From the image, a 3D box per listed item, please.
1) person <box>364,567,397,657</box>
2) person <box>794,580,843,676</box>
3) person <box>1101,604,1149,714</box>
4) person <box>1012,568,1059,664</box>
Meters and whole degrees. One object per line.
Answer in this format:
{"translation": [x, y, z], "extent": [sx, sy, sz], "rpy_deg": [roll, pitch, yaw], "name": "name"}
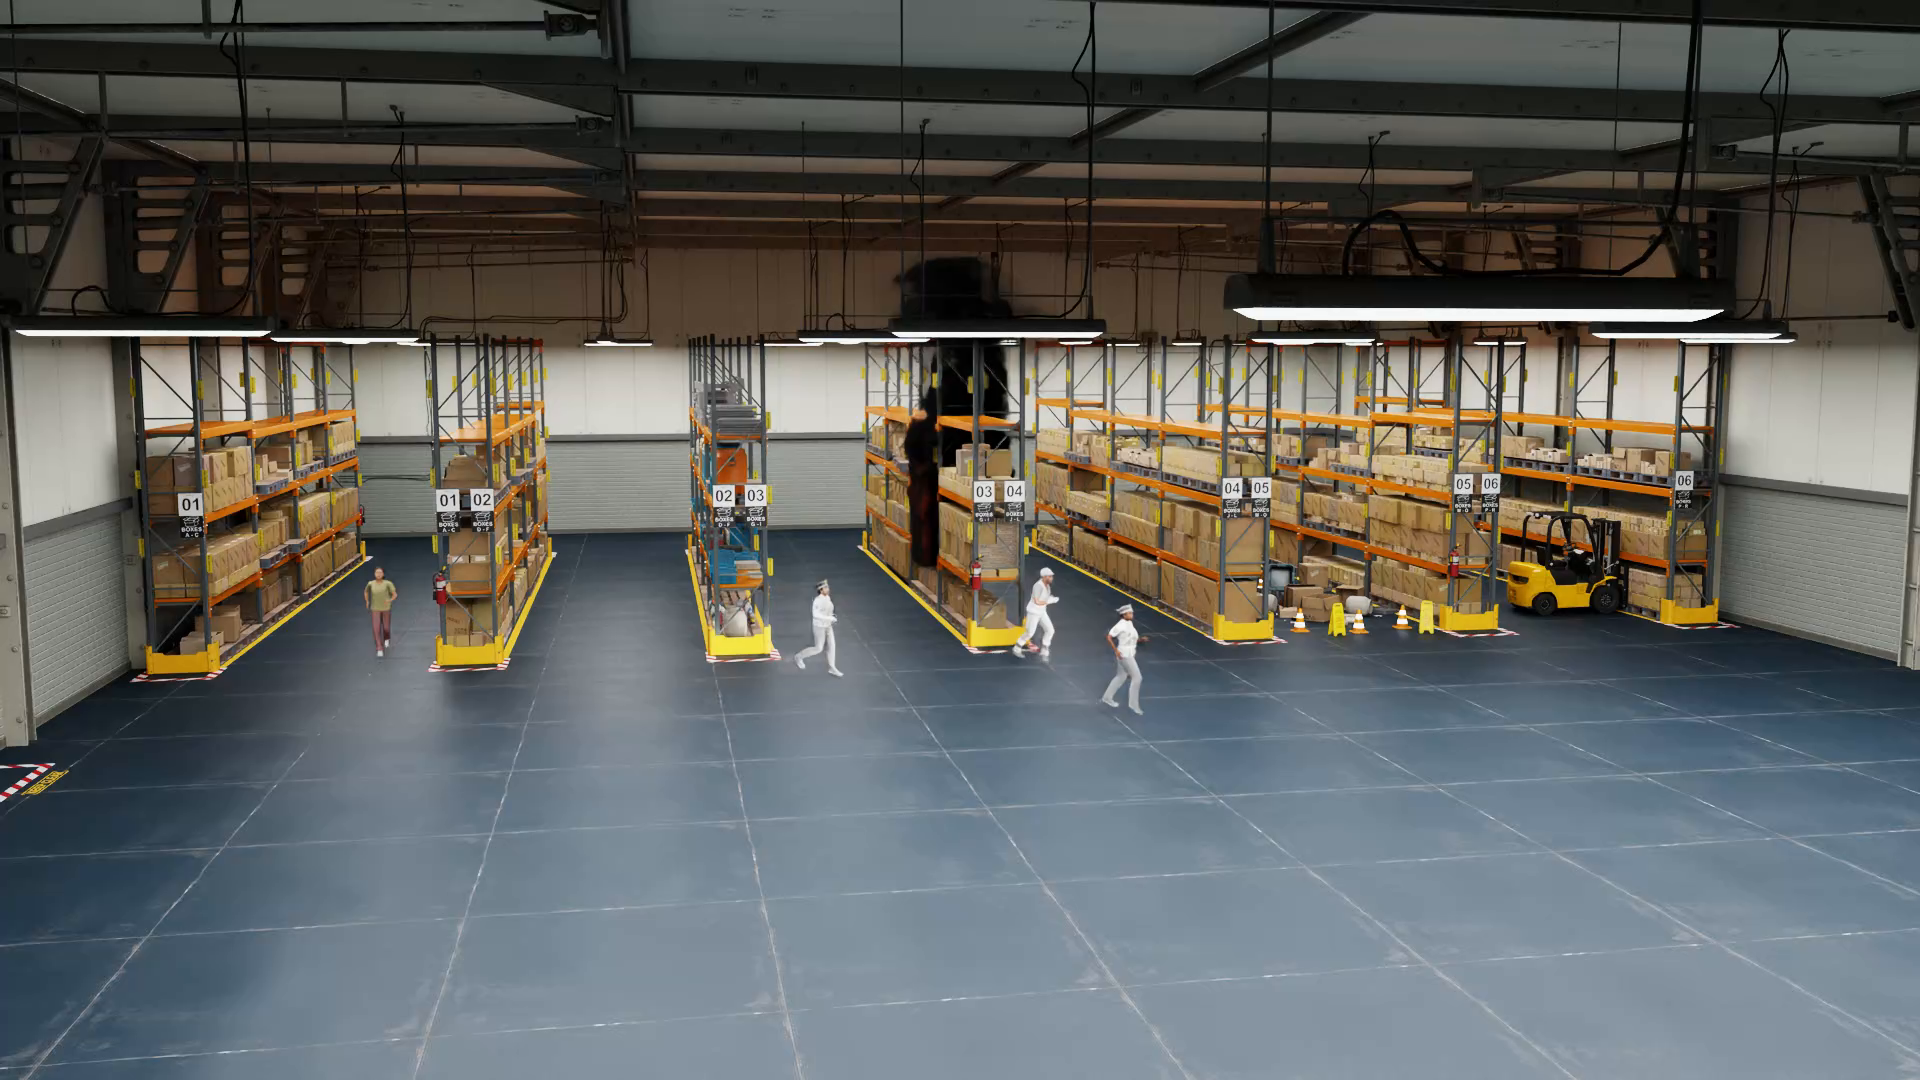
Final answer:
{"translation": [-10.895, 1.313, 31.269], "extent": [0.604, 1.647, 0.907], "rpy_deg": [-2, 7, -14], "name": "person"}
{"translation": [-2.470, 1.540, 29.341], "extent": [0.881, 1.707, 0.625], "rpy_deg": [3, 7, 21], "name": "person"}
{"translation": [2.617, 1.878, 26.306], "extent": [0.752, 1.758, 0.545], "rpy_deg": [2, 7, 16], "name": "person"}
{"translation": [1.398, 1.401, 30.452], "extent": [0.948, 1.824, 0.682], "rpy_deg": [4, 7, 29], "name": "person"}
